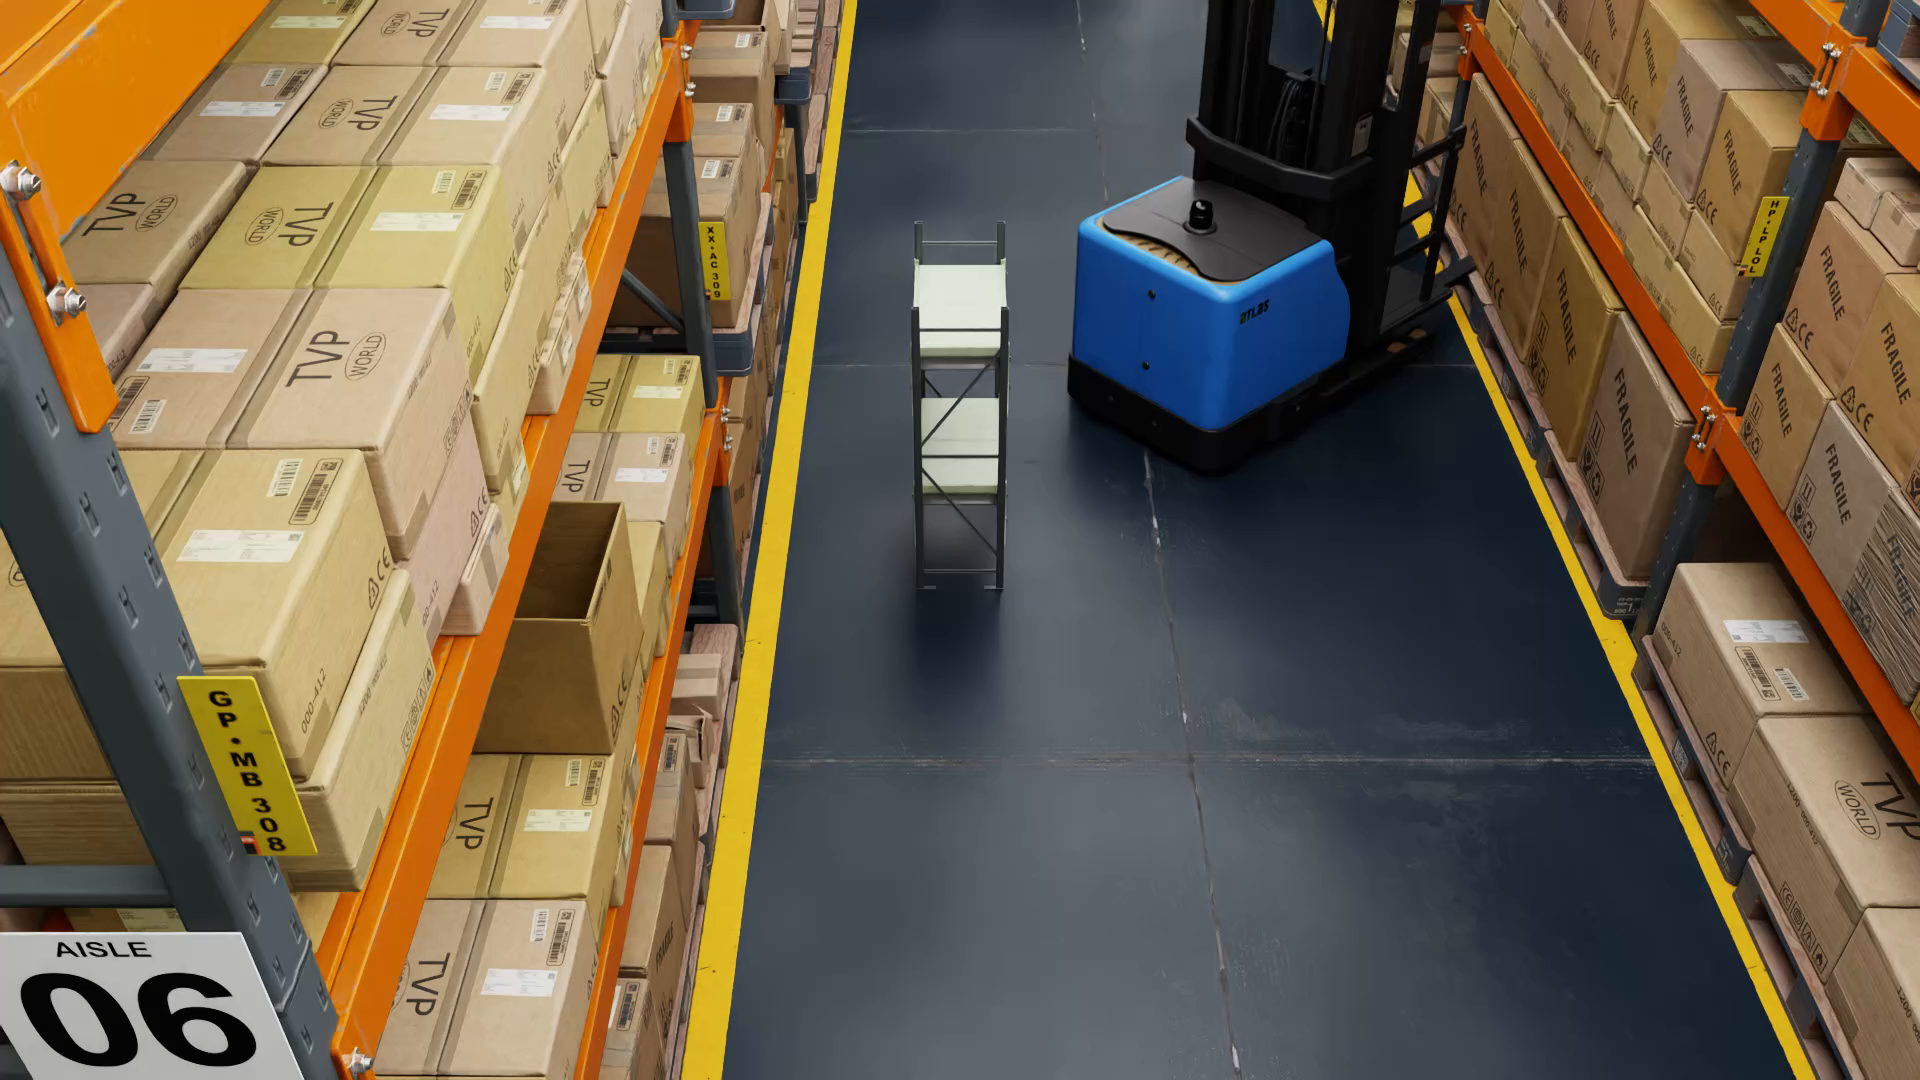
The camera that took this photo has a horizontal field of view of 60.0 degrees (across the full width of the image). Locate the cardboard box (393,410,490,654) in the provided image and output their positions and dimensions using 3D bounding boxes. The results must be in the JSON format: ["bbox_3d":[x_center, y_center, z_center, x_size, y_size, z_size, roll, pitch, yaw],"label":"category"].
[{"bbox_3d":[-1.204,-0.017,3.101,0.500,0.250,0.500,1,39,1],"label":"cardboard box"}]

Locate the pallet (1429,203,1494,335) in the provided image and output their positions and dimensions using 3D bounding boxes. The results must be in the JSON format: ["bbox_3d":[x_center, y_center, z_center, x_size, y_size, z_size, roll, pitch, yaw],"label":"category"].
[{"bbox_3d":[3.425,-1.621,9.849,1.003,0.211,1.213,0,39,0],"label":"pallet"}]

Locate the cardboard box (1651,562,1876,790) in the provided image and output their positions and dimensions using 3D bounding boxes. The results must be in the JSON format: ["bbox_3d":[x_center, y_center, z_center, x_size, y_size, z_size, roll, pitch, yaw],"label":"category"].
[{"bbox_3d":[3.397,0.528,6.651,0.875,0.438,0.875,-1,39,-1],"label":"cardboard box"}]

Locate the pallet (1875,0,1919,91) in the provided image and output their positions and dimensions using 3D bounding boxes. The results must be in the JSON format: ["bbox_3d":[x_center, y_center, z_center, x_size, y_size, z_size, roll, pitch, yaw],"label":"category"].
[{"bbox_3d":[3.494,-1.325,4.922,1.003,0.211,1.213,0,39,0],"label":"pallet"}]

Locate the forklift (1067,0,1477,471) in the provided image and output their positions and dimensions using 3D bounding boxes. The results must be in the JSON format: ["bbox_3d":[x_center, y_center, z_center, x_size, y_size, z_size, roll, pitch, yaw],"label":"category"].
[{"bbox_3d":[2.000,-2.285,8.504,3.031,2.935,1.130,-30,47,-32],"label":"forklift"}]

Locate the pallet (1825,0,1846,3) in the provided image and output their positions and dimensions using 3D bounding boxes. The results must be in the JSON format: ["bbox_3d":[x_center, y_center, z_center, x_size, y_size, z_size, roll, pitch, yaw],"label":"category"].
[{"bbox_3d":[3.453,-2.370,6.308,0.805,0.209,1.217,-1,39,-2],"label":"pallet"}]

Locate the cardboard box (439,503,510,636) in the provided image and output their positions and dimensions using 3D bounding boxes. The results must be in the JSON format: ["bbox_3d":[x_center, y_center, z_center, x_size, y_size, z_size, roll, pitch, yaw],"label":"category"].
[{"bbox_3d":[-1.130,0.055,3.331,0.380,0.149,0.250,1,39,1],"label":"cardboard box"}]

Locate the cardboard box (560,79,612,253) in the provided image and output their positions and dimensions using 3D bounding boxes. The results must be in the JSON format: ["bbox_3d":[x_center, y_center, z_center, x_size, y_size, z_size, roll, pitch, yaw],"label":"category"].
[{"bbox_3d":[-1.209,-0.976,4.298,0.500,0.250,0.500,1,39,1],"label":"cardboard box"}]

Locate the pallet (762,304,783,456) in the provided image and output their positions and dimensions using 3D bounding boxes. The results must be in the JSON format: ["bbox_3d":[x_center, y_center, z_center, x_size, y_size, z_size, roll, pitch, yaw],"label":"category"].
[{"bbox_3d":[-1.503,-0.880,8.925,1.003,0.211,1.213,0,39,0],"label":"pallet"}]

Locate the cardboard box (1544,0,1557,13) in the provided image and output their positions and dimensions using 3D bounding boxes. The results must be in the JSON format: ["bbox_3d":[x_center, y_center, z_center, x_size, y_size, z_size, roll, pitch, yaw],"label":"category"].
[{"bbox_3d":[3.265,-3.012,8.476,0.500,0.500,0.500,0,39,0],"label":"cardboard box"}]

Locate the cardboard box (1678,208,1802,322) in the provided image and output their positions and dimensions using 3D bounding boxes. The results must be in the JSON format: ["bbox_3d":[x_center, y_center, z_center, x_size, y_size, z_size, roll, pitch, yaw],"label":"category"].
[{"bbox_3d":[3.260,-1.112,6.705,0.500,0.250,0.500,0,39,0],"label":"cardboard box"}]

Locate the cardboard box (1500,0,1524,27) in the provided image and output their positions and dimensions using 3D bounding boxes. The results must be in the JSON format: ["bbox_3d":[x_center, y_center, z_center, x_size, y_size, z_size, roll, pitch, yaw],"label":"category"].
[{"bbox_3d":[3.253,-3.021,9.087,0.500,0.250,0.500,0,39,0],"label":"cardboard box"}]

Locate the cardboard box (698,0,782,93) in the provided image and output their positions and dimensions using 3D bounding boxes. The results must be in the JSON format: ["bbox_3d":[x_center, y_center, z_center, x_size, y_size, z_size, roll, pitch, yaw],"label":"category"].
[{"bbox_3d":[-1.278,-2.379,8.148,0.797,0.503,0.637,-1,39,-1],"label":"cardboard box"}]

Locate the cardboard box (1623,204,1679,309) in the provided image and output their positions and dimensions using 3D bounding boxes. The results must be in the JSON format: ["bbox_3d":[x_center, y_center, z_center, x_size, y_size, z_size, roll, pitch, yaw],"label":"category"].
[{"bbox_3d":[3.252,-1.241,7.265,0.500,0.250,0.500,-1,39,-1],"label":"cardboard box"}]

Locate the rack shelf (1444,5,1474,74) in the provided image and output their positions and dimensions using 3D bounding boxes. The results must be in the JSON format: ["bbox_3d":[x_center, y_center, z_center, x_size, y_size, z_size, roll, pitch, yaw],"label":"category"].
[{"bbox_3d":[3.497,-4.172,11.378,1.077,0.370,4.000,0,39,0],"label":"rack shelf"}]

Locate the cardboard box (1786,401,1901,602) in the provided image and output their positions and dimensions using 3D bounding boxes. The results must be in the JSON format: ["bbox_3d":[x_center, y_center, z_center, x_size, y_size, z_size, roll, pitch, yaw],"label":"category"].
[{"bbox_3d":[3.239,-0.131,5.680,0.500,0.500,0.500,0,39,0],"label":"cardboard box"}]

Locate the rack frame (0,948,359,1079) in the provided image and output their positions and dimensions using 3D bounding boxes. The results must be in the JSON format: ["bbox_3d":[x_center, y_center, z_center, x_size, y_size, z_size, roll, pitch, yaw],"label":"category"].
[{"bbox_3d":[-1.455,1.807,3.342,1.000,3.000,0.127,0,39,0],"label":"rack frame"}]

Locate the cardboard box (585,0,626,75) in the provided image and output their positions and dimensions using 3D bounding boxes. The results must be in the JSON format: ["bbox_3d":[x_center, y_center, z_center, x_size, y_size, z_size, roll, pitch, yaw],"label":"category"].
[{"bbox_3d":[-1.209,-1.485,4.533,0.500,0.250,0.500,-1,39,-1],"label":"cardboard box"}]

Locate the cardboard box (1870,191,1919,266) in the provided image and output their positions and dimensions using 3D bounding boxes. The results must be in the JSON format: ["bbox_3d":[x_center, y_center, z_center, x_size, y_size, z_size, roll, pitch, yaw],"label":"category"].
[{"bbox_3d":[3.261,-1.025,5.478,0.380,0.149,0.250,1,39,1],"label":"cardboard box"}]

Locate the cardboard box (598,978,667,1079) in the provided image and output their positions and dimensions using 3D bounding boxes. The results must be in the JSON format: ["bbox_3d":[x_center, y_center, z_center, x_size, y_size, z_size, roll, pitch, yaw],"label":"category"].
[{"bbox_3d":[-1.323,1.701,5.137,0.700,0.500,0.500,1,39,2],"label":"cardboard box"}]

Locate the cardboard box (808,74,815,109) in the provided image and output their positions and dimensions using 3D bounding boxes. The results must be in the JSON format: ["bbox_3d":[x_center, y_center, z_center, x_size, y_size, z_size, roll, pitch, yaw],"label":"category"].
[{"bbox_3d":[-1.460,-3.232,11.193,0.875,0.625,0.625,1,39,1],"label":"cardboard box"}]

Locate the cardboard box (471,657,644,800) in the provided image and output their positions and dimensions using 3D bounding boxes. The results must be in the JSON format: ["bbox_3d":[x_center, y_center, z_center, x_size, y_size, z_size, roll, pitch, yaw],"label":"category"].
[{"bbox_3d":[-1.213,0.513,4.838,0.500,0.250,0.500,-1,39,-1],"label":"cardboard box"}]

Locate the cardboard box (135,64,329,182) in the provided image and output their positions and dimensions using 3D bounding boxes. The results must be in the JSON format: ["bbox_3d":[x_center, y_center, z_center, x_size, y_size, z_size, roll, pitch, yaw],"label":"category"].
[{"bbox_3d":[-1.719,-0.854,3.747,0.500,0.250,0.500,0,39,0],"label":"cardboard box"}]

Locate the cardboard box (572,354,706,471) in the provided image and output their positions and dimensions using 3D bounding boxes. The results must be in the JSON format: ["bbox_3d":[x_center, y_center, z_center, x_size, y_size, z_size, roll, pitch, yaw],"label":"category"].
[{"bbox_3d":[-1.215,-0.434,6.020,0.500,0.250,0.500,1,39,1],"label":"cardboard box"}]

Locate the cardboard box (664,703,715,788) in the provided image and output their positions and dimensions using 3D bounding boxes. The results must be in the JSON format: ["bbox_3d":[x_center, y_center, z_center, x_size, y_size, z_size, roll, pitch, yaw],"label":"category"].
[{"bbox_3d":[-1.165,0.780,6.474,0.396,0.266,0.258,1,39,2],"label":"cardboard box"}]

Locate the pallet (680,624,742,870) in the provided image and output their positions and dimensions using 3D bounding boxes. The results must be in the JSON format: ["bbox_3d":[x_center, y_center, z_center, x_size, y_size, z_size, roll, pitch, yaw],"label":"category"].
[{"bbox_3d":[-1.460,0.823,6.800,1.003,0.211,1.213,0,39,0],"label":"pallet"}]

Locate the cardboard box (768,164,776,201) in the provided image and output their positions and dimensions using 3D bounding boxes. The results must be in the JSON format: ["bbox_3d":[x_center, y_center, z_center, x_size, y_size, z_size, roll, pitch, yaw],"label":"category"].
[{"bbox_3d":[-1.223,-1.993,9.229,0.380,0.149,0.250,-1,39,-2],"label":"cardboard box"}]

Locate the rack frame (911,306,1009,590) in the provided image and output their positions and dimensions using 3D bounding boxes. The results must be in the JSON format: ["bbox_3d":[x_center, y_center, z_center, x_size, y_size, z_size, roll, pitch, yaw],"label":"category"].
[{"bbox_3d":[0.000,-0.361,7.246,0.400,1.500,0.023,0,39,0],"label":"rack frame"}]

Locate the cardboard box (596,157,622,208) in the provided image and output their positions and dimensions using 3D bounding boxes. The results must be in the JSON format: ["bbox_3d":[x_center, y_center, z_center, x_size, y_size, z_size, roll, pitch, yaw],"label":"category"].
[{"bbox_3d":[-1.180,-1.068,4.731,0.380,0.149,0.250,0,39,0],"label":"cardboard box"}]

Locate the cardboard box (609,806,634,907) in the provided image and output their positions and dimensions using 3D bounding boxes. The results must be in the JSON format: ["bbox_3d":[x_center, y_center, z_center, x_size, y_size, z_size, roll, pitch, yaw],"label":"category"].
[{"bbox_3d":[-1.133,0.894,4.683,0.380,0.149,0.250,-1,39,-1],"label":"cardboard box"}]

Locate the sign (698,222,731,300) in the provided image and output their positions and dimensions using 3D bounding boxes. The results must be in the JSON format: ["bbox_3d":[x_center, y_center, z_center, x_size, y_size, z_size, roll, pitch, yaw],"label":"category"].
[{"bbox_3d":[-0.917,-1.037,6.199,0.100,0.325,0.005,0,39,0],"label":"sign"}]

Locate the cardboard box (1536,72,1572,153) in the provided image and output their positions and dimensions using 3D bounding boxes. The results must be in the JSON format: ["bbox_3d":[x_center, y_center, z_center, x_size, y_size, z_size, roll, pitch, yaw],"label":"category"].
[{"bbox_3d":[3.261,-2.188,8.447,0.500,0.250,0.500,1,39,1],"label":"cardboard box"}]

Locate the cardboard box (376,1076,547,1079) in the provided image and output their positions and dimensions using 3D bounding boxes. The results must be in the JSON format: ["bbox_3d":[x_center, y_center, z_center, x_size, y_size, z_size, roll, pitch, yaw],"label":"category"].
[{"bbox_3d":[-1.186,1.465,3.650,0.500,0.250,0.500,0,39,0],"label":"cardboard box"}]

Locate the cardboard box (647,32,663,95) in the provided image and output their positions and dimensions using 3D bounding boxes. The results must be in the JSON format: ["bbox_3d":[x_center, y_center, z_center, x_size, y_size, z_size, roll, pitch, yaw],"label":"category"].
[{"bbox_3d":[-1.164,-1.542,5.324,0.380,0.149,0.250,0,39,0],"label":"cardboard box"}]

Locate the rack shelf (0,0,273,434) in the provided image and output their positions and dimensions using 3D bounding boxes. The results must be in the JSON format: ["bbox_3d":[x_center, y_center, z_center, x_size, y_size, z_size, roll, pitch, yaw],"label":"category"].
[{"bbox_3d":[-1.458,-1.503,3.253,1.077,0.370,4.000,0,39,0],"label":"rack shelf"}]

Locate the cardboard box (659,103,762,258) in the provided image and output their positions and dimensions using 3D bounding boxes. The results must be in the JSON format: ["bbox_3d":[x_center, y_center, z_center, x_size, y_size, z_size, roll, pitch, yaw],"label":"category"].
[{"bbox_3d":[-1.237,-1.524,7.083,0.700,0.500,0.500,0,39,0],"label":"cardboard box"}]

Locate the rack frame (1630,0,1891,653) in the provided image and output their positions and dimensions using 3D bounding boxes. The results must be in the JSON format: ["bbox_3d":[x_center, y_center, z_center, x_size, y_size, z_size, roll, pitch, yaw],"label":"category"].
[{"bbox_3d":[3.504,-0.700,6.471,1.000,3.000,0.127,0,39,0],"label":"rack frame"}]

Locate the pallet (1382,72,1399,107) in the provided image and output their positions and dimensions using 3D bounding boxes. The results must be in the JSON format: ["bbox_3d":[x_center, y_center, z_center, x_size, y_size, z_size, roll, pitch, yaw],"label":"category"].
[{"bbox_3d":[3.501,-3.363,12.024,1.003,0.211,1.213,0,39,0],"label":"pallet"}]

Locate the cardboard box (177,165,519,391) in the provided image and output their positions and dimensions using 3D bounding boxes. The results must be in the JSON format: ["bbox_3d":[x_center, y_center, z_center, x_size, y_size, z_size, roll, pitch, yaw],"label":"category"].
[{"bbox_3d":[-1.201,-0.526,3.337,0.500,0.250,0.500,-1,39,-1],"label":"cardboard box"}]

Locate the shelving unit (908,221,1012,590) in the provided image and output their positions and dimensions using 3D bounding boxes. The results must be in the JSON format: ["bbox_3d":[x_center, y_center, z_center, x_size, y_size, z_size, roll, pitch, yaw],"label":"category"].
[{"bbox_3d":[0.000,-0.589,7.532,0.431,1.500,0.755,0,39,0],"label":"shelving unit"}]

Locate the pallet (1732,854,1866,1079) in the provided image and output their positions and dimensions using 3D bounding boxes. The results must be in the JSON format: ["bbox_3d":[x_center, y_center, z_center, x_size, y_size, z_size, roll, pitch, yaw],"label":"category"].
[{"bbox_3d":[3.431,1.628,5.795,1.003,0.211,1.213,0,39,0],"label":"pallet"}]

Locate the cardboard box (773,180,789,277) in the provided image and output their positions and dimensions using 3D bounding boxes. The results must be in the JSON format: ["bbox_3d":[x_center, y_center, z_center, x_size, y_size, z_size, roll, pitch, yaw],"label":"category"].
[{"bbox_3d":[-1.259,-1.807,9.515,0.500,0.500,0.500,-1,39,-1],"label":"cardboard box"}]

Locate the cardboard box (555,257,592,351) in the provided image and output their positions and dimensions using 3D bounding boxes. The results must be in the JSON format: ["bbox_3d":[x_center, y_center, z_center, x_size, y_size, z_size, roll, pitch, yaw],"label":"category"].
[{"bbox_3d":[-1.133,-0.580,4.122,0.380,0.149,0.250,1,39,1],"label":"cardboard box"}]

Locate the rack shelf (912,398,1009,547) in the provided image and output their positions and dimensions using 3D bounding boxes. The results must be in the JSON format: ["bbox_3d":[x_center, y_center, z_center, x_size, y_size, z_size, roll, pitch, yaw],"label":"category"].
[{"bbox_3d":[0.000,-0.335,7.736,0.431,0.370,0.720,0,39,0],"label":"rack shelf"}]

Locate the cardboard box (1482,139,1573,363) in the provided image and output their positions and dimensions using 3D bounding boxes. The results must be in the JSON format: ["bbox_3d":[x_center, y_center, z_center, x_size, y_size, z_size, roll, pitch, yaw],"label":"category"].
[{"bbox_3d":[3.414,-1.547,8.890,0.875,0.875,0.875,0,39,1],"label":"cardboard box"}]

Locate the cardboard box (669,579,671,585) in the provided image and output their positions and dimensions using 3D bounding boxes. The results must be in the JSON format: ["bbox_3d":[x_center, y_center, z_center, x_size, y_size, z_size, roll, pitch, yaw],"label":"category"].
[{"bbox_3d":[-1.187,0.092,5.683,0.380,0.149,0.250,1,39,1],"label":"cardboard box"}]

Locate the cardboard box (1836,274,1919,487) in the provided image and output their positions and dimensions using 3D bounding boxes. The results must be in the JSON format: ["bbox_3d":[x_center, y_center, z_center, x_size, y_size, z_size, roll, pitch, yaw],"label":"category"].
[{"bbox_3d":[3.256,-0.516,5.361,0.500,0.500,0.500,-1,39,-1],"label":"cardboard box"}]

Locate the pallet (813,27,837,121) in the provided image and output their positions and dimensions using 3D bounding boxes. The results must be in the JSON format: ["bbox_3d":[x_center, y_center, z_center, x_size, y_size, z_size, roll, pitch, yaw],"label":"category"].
[{"bbox_3d":[-1.425,-3.384,12.049,1.003,0.211,1.213,0,39,0],"label":"pallet"}]

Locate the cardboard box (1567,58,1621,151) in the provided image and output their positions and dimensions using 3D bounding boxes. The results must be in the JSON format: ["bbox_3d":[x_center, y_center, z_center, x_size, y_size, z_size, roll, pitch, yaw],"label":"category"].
[{"bbox_3d":[3.228,-2.069,7.899,0.500,0.250,0.500,1,39,1],"label":"cardboard box"}]

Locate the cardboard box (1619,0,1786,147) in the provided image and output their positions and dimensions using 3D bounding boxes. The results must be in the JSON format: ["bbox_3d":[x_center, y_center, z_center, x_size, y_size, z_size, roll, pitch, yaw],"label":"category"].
[{"bbox_3d":[3.263,-2.049,7.275,0.500,0.500,0.500,1,39,1],"label":"cardboard box"}]

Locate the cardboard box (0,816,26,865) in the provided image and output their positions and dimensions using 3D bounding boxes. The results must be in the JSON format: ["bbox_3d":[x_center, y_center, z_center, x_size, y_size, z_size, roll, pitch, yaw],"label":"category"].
[{"bbox_3d":[-1.728,0.301,2.705,0.500,0.250,0.500,-1,39,-1],"label":"cardboard box"}]

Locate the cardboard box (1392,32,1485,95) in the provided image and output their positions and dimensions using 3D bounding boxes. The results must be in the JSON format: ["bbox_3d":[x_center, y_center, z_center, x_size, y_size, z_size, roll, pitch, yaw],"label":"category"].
[{"bbox_3d":[3.500,-3.155,11.299,0.950,0.372,0.625,-1,39,-1],"label":"cardboard box"}]

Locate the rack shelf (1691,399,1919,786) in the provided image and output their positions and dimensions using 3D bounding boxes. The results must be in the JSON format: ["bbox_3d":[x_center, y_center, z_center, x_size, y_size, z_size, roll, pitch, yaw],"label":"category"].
[{"bbox_3d":[3.506,0.831,5.135,1.077,0.370,4.000,0,39,0],"label":"rack shelf"}]

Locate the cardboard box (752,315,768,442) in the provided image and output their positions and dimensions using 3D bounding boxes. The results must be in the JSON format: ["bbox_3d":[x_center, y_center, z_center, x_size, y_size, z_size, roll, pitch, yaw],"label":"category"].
[{"bbox_3d":[-1.242,-0.831,8.296,0.500,0.500,0.500,-1,39,-1],"label":"cardboard box"}]
